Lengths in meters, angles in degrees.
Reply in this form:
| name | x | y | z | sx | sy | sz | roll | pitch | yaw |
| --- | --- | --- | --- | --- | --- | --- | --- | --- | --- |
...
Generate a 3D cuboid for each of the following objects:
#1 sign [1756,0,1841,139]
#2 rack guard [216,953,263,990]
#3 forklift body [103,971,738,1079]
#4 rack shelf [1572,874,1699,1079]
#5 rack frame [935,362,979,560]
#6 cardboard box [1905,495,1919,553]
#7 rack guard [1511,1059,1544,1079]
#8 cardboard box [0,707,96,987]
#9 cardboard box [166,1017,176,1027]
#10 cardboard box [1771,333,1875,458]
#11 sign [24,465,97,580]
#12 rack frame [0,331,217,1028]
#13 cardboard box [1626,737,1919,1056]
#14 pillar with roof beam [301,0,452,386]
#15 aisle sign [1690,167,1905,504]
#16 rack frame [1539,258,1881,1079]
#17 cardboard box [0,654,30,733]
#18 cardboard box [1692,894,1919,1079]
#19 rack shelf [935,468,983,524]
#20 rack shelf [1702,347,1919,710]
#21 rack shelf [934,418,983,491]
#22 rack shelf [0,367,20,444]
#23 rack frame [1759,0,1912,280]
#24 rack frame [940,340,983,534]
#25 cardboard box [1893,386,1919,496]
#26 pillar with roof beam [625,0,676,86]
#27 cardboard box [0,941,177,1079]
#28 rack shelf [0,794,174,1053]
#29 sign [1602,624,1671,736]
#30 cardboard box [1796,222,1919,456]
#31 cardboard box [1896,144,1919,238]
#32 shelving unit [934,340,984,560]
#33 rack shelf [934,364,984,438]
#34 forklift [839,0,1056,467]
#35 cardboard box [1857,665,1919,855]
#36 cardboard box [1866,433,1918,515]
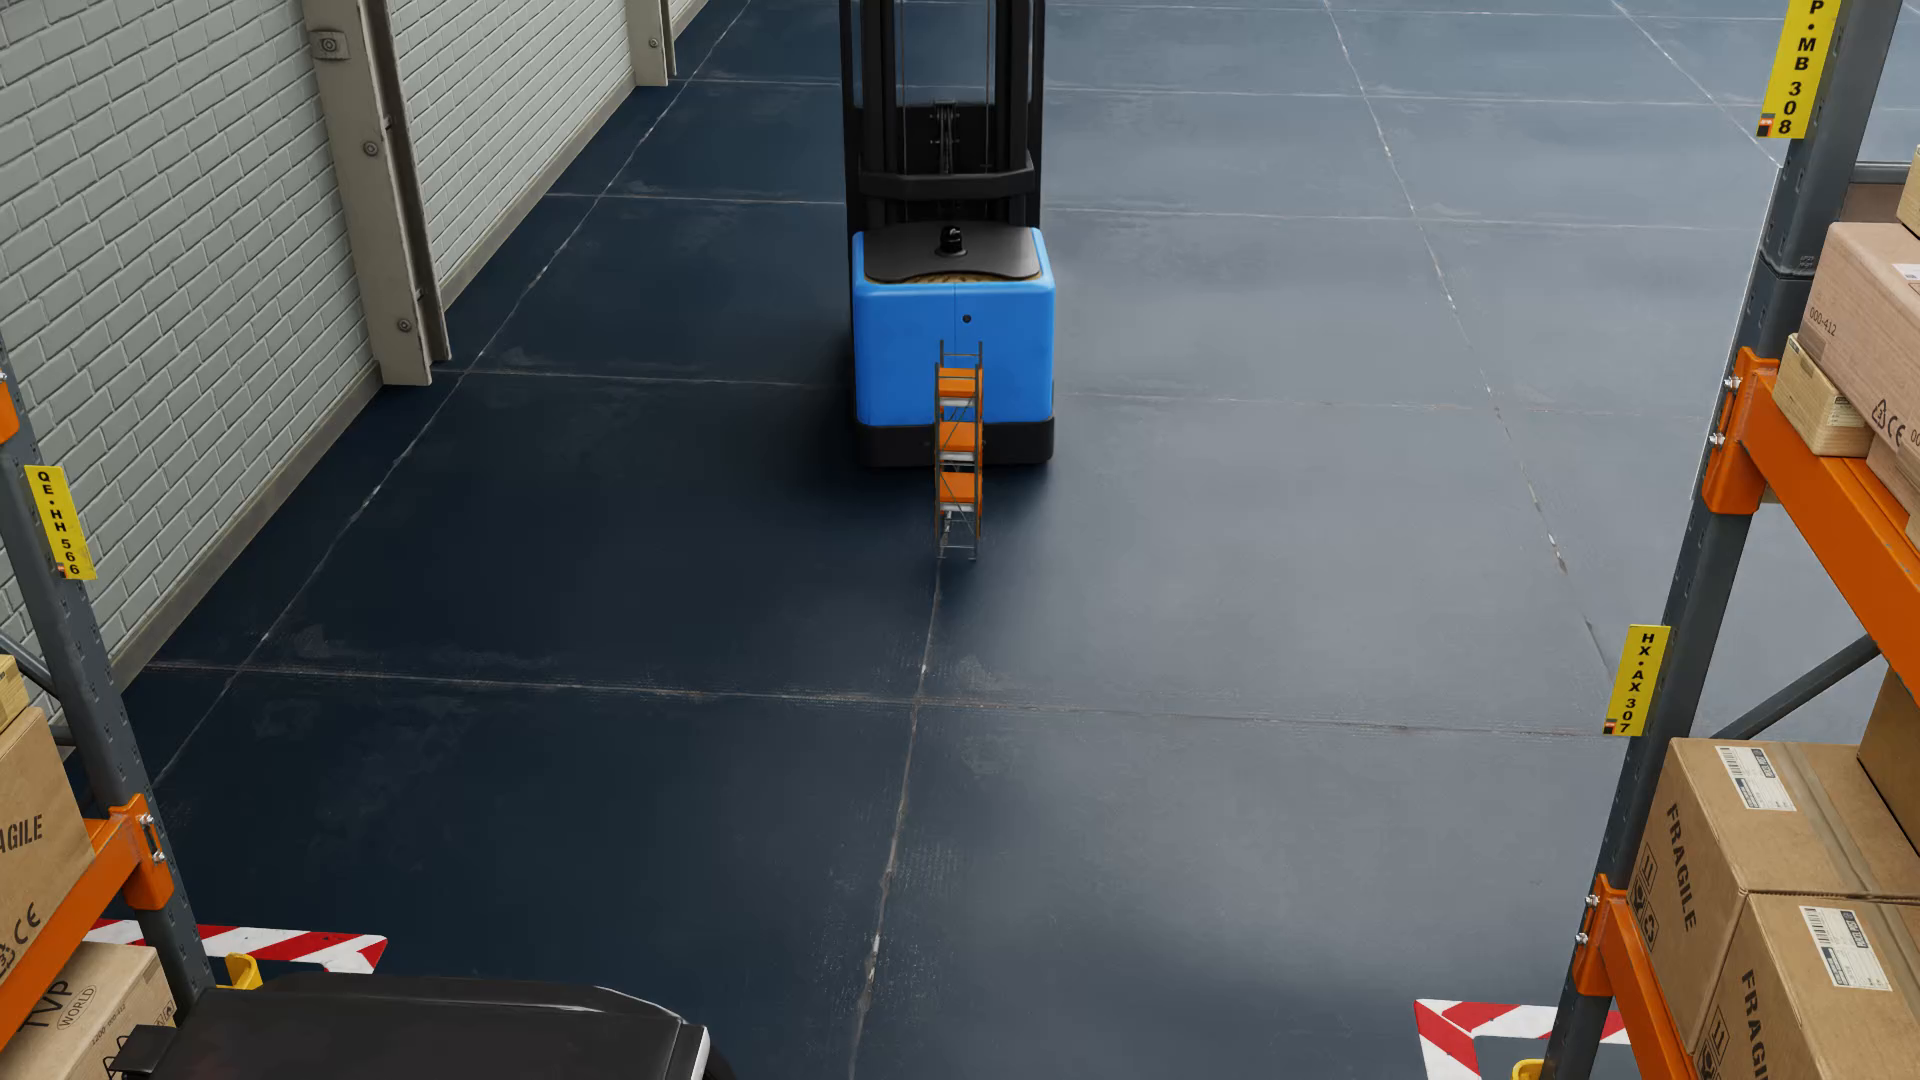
| name | x | y | z | sx | sy | sz | roll | pitch | yaw |
| --- | --- | --- | --- | --- | --- | --- | --- | --- | --- |
| sign | 1.634 | -0.939 | 3.222 | 0.100 | 0.325 | 0.005 | 2 | 32 | 4 |
| rack guard | -2.771 | 1.575 | 5.218 | 1.175 | 0.500 | 0.348 | 2 | 32 | 4 |
| forklift body | -1.109 | 1.954 | 3.029 | 2.313 | 2.155 | 1.214 | 2 | 32 | 4 |
| rack shelf | 2.012 | 2.085 | 2.693 | 1.077 | 0.370 | 4.000 | 2 | 32 | 4 |
| rack frame | -0.014 | -0.355 | 7.826 | 0.200 | 1.050 | 0.008 | 2 | 32 | 4 |
| cardboard box | 1.836 | 0.001 | 2.770 | 0.380 | 0.149 | 0.250 | 3 | 32 | 5 |
| rack guard | 2.168 | 1.837 | 4.793 | 1.175 | 0.500 | 0.348 | 2 | 32 | 4 |
| cardboard box | -2.551 | 0.749 | 4.080 | 0.500 | 0.500 | 0.500 | 2 | 32 | 3 |
| cardboard box | -2.501 | 1.570 | 4.587 | 0.500 | 0.250 | 0.500 | 2 | 32 | 3 |
| cardboard box | 1.824 | -0.277 | 3.221 | 0.380 | 0.149 | 0.250 | 2 | 32 | 4 |
| sign | -2.233 | -0.040 | 4.127 | 0.100 | 0.325 | 0.005 | 2 | 32 | 4 |
| rack frame | -2.770 | 0.523 | 4.542 | 0.949 | 2.616 | 0.053 | 2 | 32 | 4 |
| cardboard box | 1.860 | 0.800 | 3.714 | 0.500 | 0.500 | 0.500 | 2 | 32 | 3 |
| pillar with roof beam | 1.051 | -4.659 | 7.232 | 9.100 | 9.000 | 0.400 | 2 | 32 | 4 |
| aisle sign | 1.871 | -0.419 | 3.593 | 0.394 | 0.787 | 0.004 | 2 | 32 | 4 |
| rack frame | 2.175 | 0.733 | 4.201 | 1.000 | 3.000 | 0.127 | 2 | 32 | 4 |
| cardboard box | -2.522 | 0.398 | 4.032 | 0.380 | 0.149 | 0.250 | 3 | 32 | 5 |
| cardboard box | 1.821 | 1.071 | 3.275 | 0.500 | 0.500 | 0.500 | 3 | 32 | 5 |
| rack shelf | -0.004 | -0.173 | 8.081 | 0.215 | 0.259 | 0.240 | 2 | 32 | 4 |
| rack shelf | 2.012 | 0.808 | 1.906 | 1.077 | 0.370 | 4.000 | 2 | 32 | 4 |
| rack shelf | -0.004 | -0.410 | 7.935 | 0.215 | 0.259 | 0.240 | 2 | 32 | 4 |
| rack shelf | -2.936 | 0.598 | 2.247 | 1.077 | 0.370 | 4.000 | 2 | 32 | 4 |
| rack frame | 2.175 | -1.821 | 2.627 | 1.000 | 3.000 | 0.127 | 2 | 32 | 4 |
| rack frame | 0.006 | -0.483 | 8.033 | 0.200 | 1.050 | 0.008 | 2 | 32 | 4 |
| cardboard box | 1.817 | -0.092 | 2.541 | 0.500 | 0.250 | 0.500 | 2 | 32 | 3 |
| pillar with roof beam | 1.540 | -7.796 | 12.323 | 9.100 | 9.000 | 0.400 | 2 | 32 | 4 |
| cardboard box | -2.500 | 1.343 | 4.479 | 0.500 | 0.250 | 0.500 | 3 | 32 | 6 |
| rack shelf | -2.936 | 1.875 | 3.034 | 1.077 | 0.370 | 4.000 | 2 | 32 | 4 |
| sign | 1.634 | 0.342 | 4.012 | 0.100 | 0.325 | 0.005 | 2 | 32 | 4 |
| cardboard box | 1.868 | -0.355 | 2.967 | 0.500 | 0.250 | 0.500 | 2 | 32 | 3 |
| cardboard box | 1.942 | -0.599 | 2.984 | 0.380 | 0.149 | 0.250 | 2 | 32 | 4 |
| shelving unit | -0.004 | -0.419 | 7.929 | 0.215 | 1.050 | 0.252 | 2 | 32 | 4 |
| rack shelf | -0.004 | -0.652 | 7.786 | 0.215 | 0.259 | 0.240 | 2 | 32 | 4 |
| forklift | -0.109 | -2.373 | 9.307 | 1.130 | 2.935 | 3.031 | -2 | 32 | -3 |
| cardboard box | 2.351 | 0.415 | 3.386 | 0.700 | 0.500 | 0.500 | 2 | 32 | 3 |
| cardboard box | 1.892 | -0.136 | 2.992 | 0.380 | 0.149 | 0.250 | 1 | 32 | 2 |
